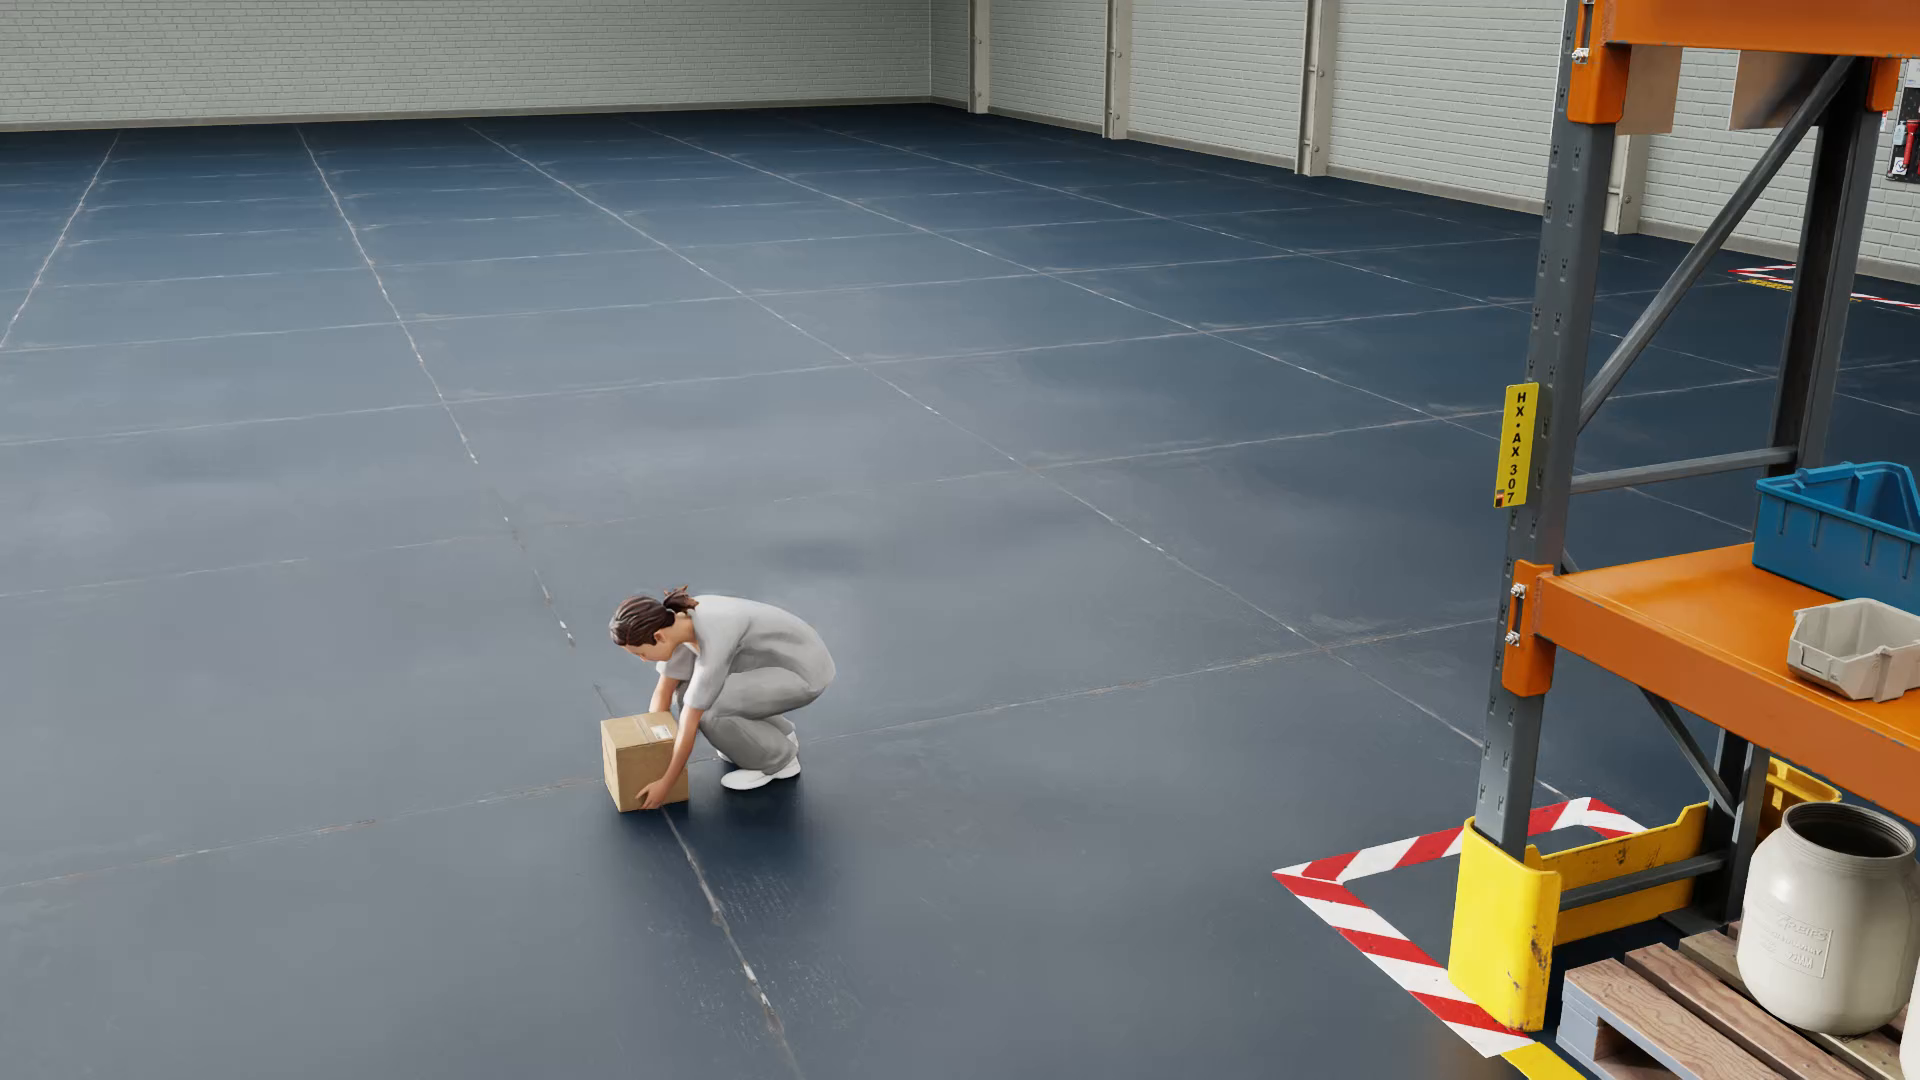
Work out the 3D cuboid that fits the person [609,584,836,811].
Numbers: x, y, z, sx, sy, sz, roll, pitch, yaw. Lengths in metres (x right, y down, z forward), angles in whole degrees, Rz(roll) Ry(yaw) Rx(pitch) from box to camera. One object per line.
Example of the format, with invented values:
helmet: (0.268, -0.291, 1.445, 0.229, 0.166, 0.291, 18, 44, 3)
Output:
person: (-0.848, 0.516, 6.000, 0.810, 0.811, 0.475, -8, 20, -22)
